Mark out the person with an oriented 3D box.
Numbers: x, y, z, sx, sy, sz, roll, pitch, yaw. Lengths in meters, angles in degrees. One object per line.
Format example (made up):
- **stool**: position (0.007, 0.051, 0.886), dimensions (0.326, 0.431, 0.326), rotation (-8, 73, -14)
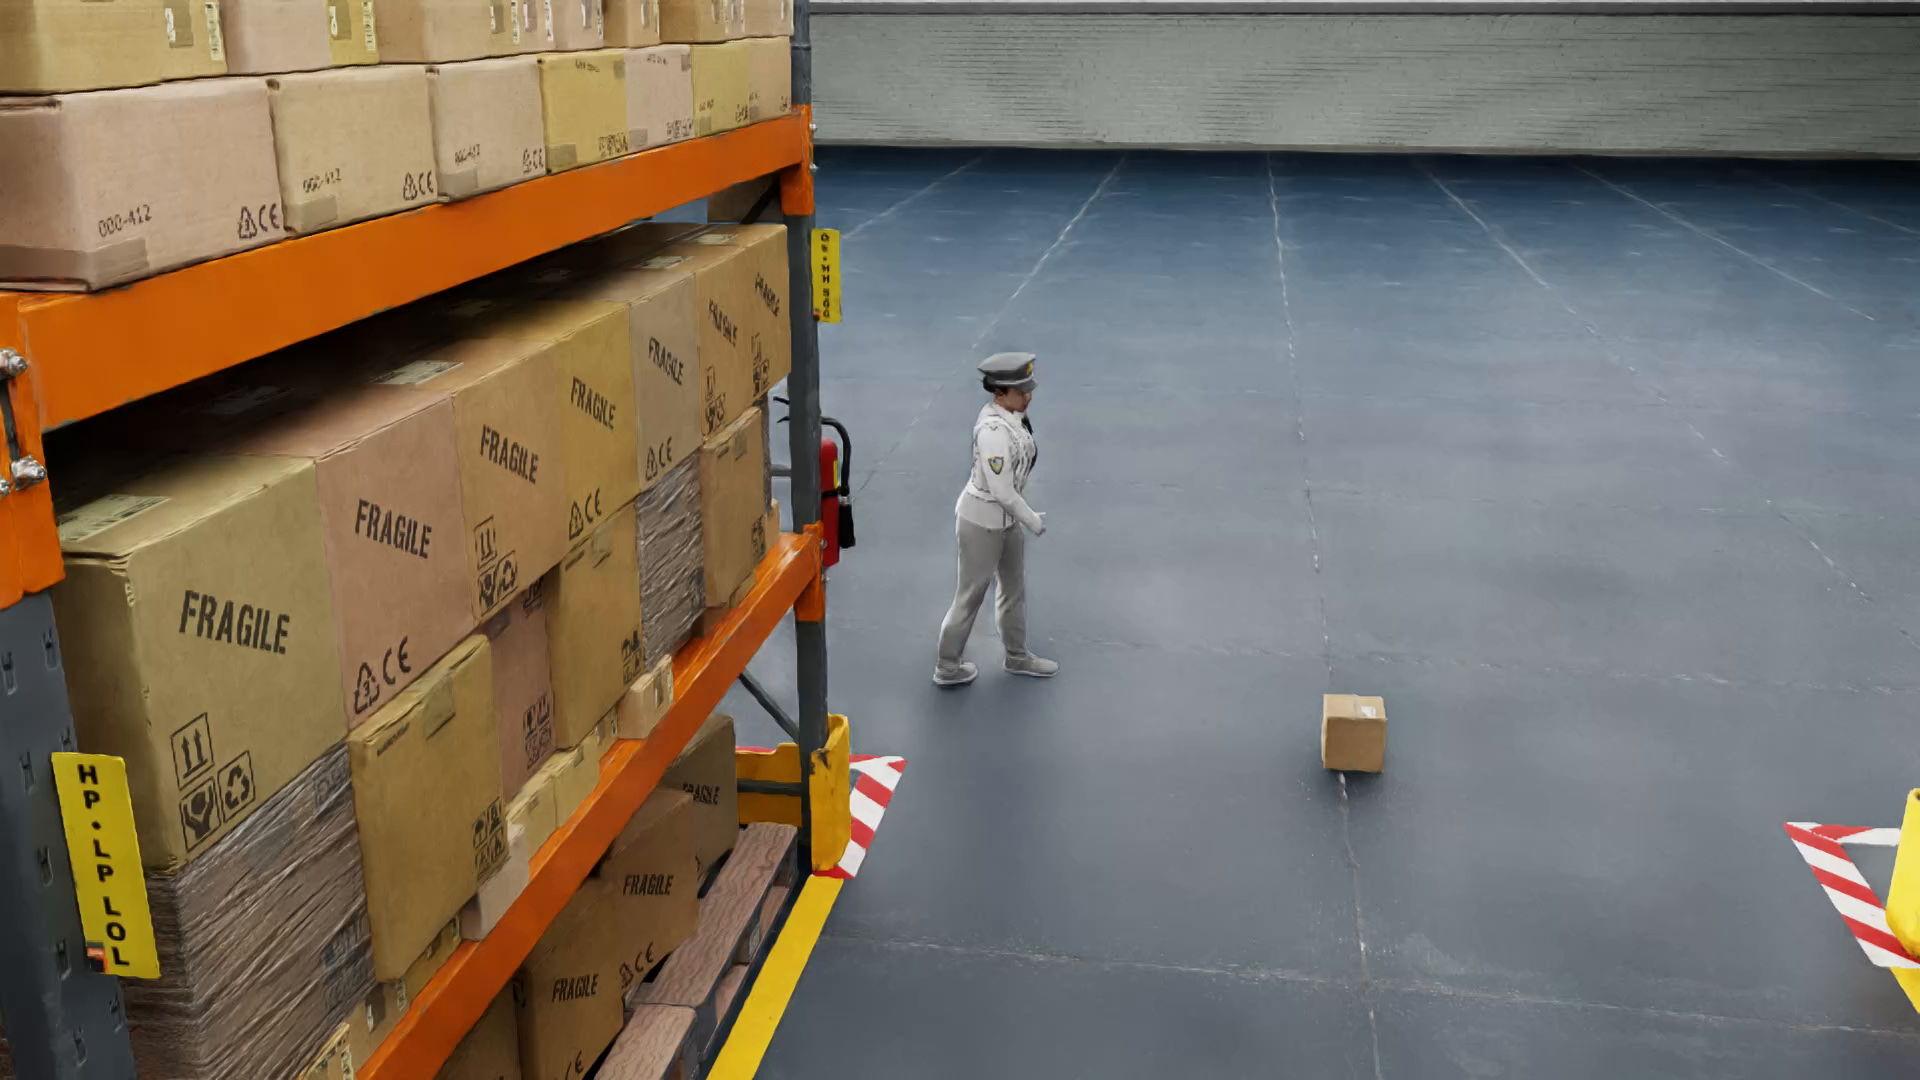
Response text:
- **person**: position (0.162, -0.075, 7.787), dimensions (0.568, 1.663, 0.565), rotation (4, 18, 12)
